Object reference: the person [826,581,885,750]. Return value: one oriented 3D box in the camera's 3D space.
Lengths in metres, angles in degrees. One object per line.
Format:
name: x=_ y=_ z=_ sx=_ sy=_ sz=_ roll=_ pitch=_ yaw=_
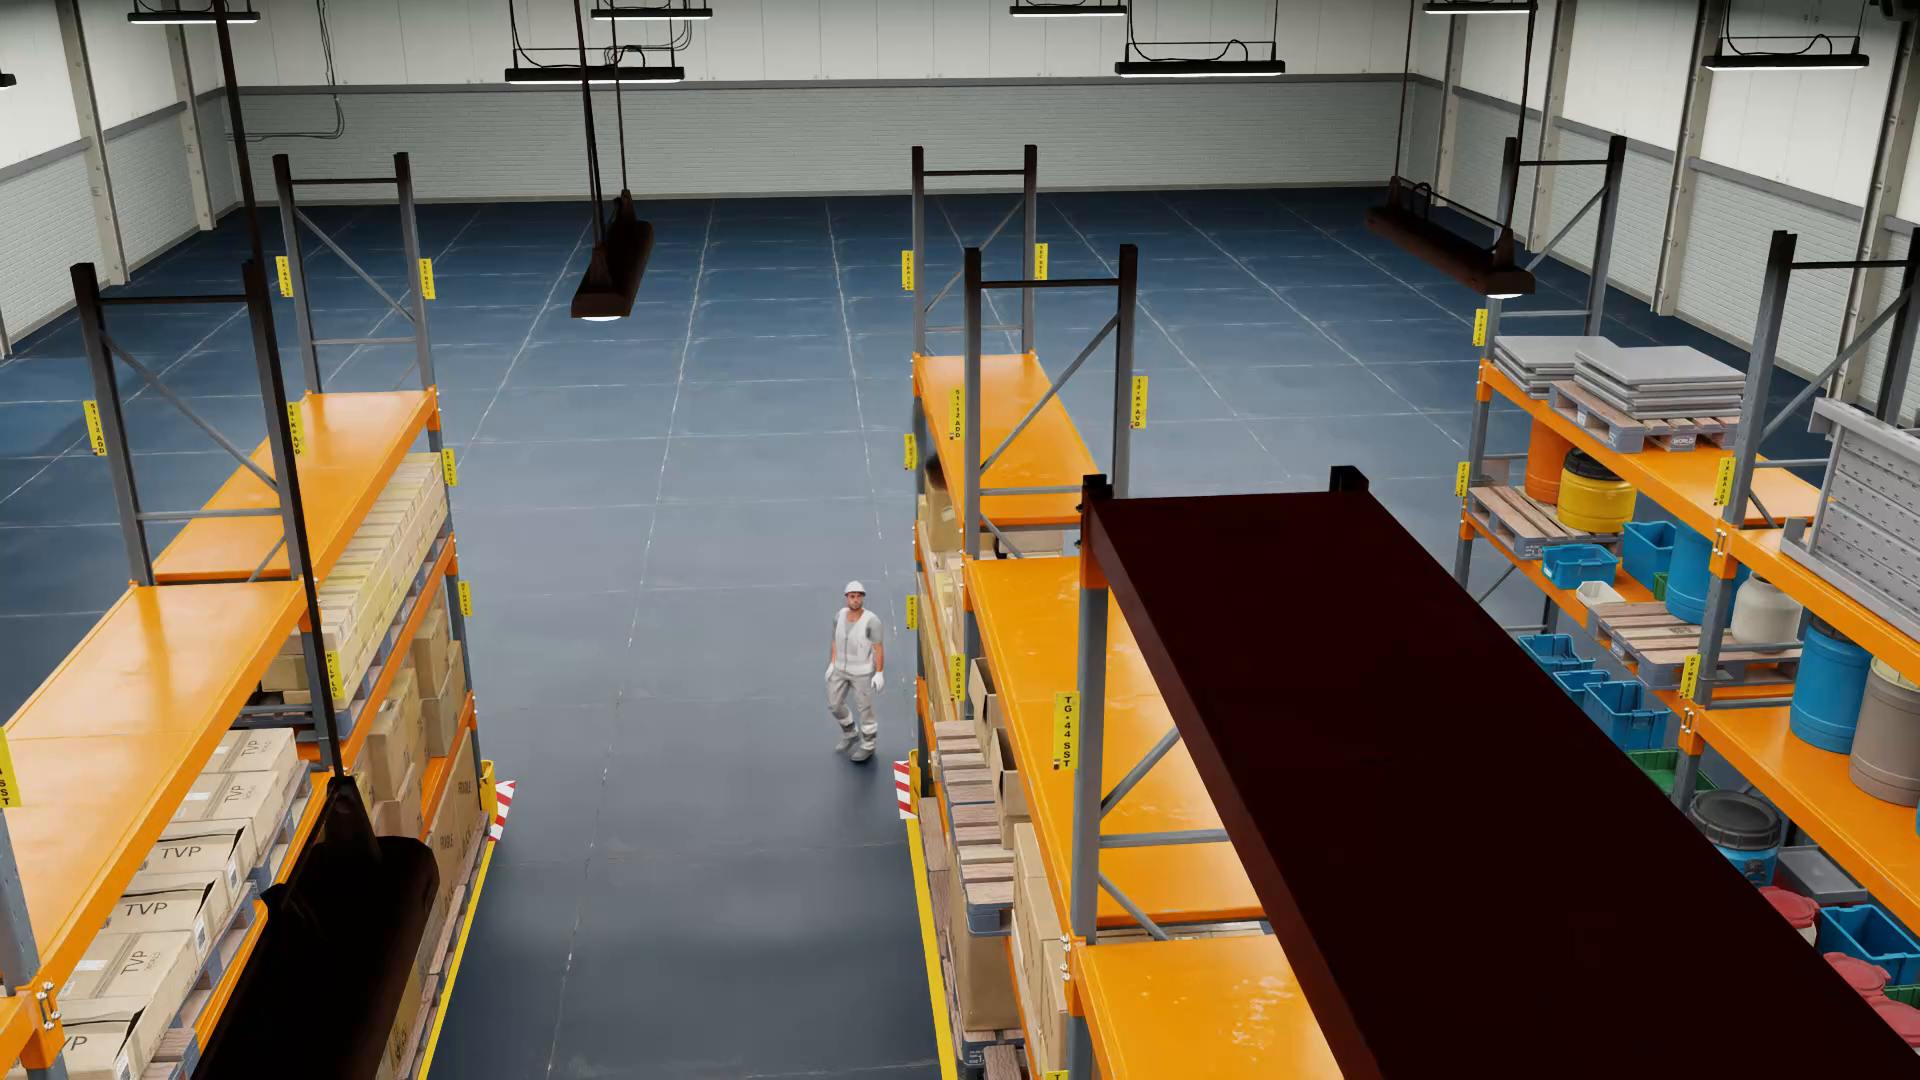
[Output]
person: x=-0.983 y=1.243 z=16.003 sx=0.603 sy=1.717 sz=0.417 roll=15 pitch=26 yaw=33
